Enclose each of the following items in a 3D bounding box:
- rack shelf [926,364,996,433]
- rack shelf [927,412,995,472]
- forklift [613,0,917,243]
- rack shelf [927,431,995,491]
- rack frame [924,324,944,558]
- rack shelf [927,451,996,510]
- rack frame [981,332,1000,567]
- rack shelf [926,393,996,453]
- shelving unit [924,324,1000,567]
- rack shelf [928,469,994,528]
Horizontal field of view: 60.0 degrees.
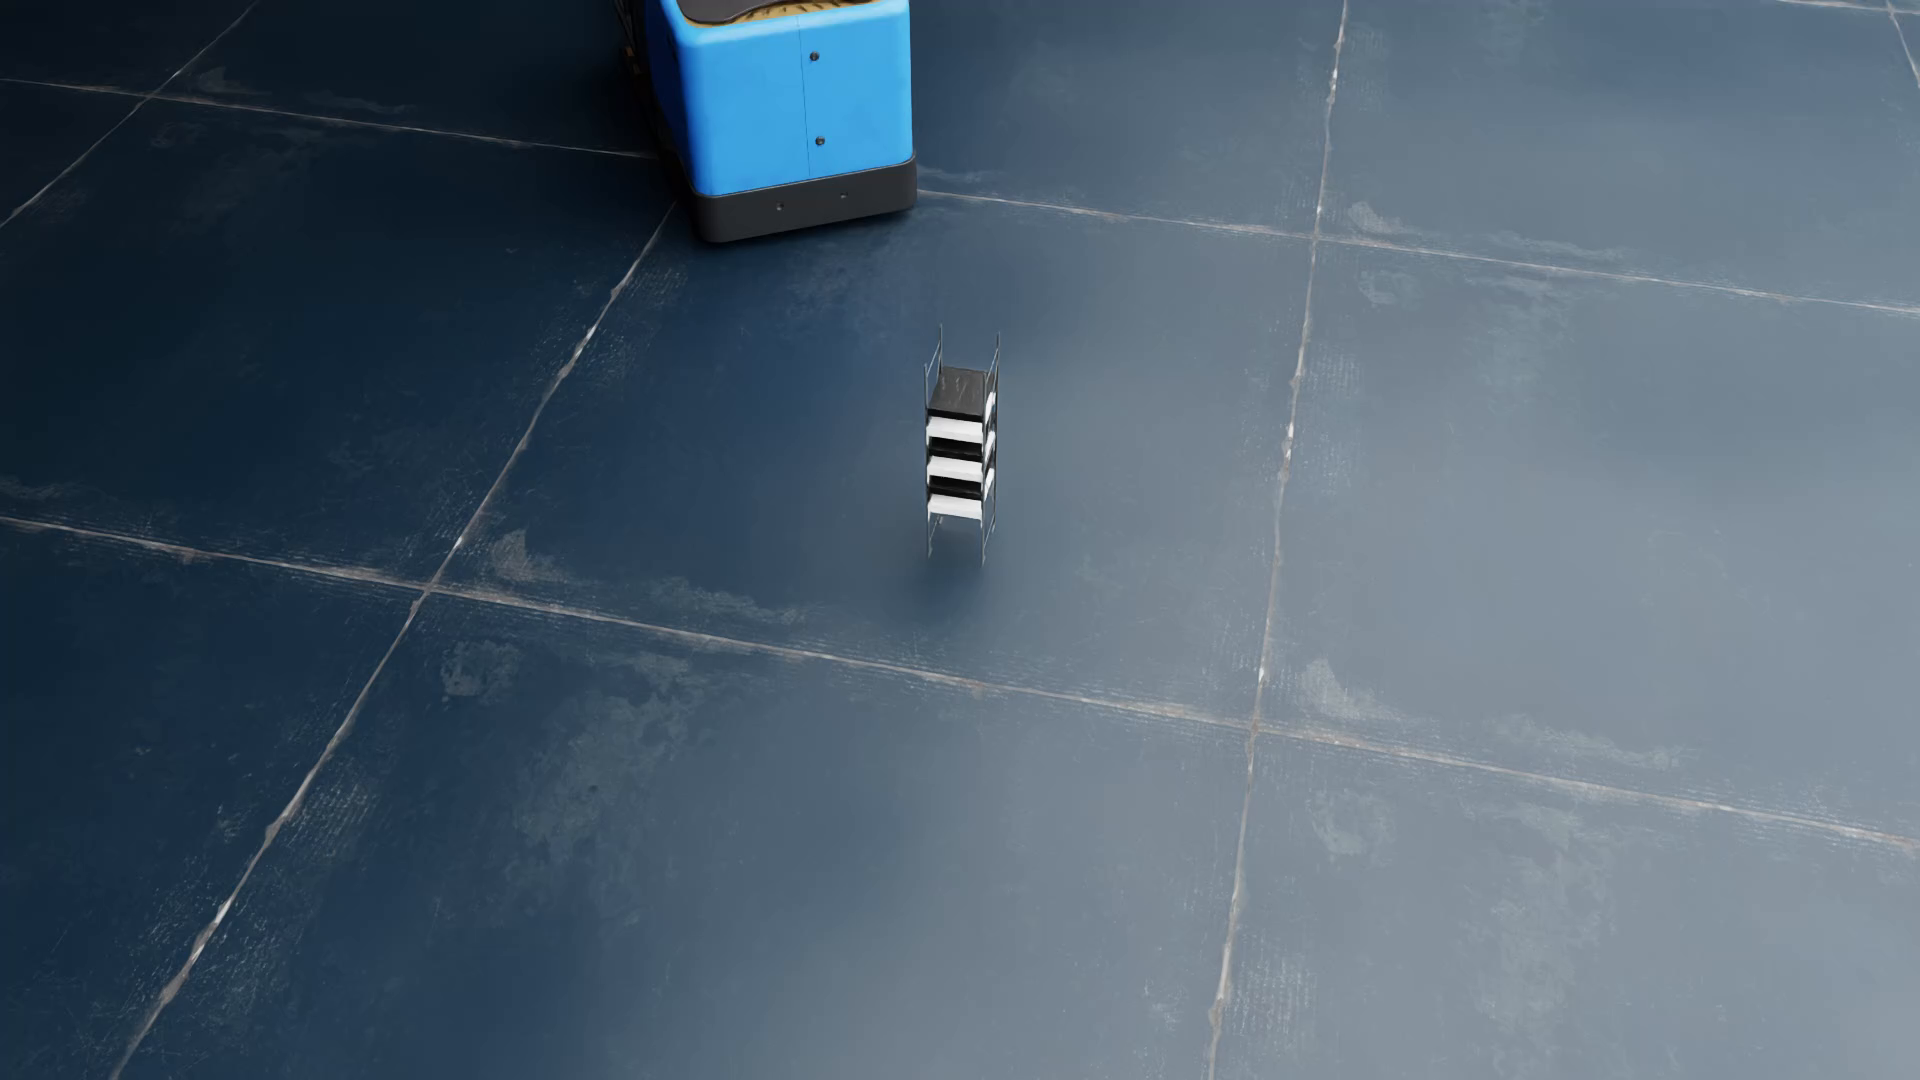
[{"bbox_3d":[0.008,-0.493,5.773,0.200,0.077,0.258,9,45,9],"label":"rack shelf"},{"bbox_3d":[0.008,-0.364,5.897,0.200,0.077,0.258,9,45,9],"label":"rack shelf"},{"bbox_3d":[-1.152,-3.444,7.714,1.130,2.935,3.031,-13,45,-13],"label":"forklift"},{"bbox_3d":[0.008,-0.299,5.960,0.200,0.077,0.258,9,45,9],"label":"rack shelf"},{"bbox_3d":[-0.091,-0.338,5.953,0.006,0.900,0.240,9,45,9],"label":"rack frame"},{"bbox_3d":[0.008,-0.234,6.022,0.200,0.077,0.258,9,45,9],"label":"rack shelf"},{"bbox_3d":[0.107,-0.308,5.921,0.006,0.900,0.240,9,45,9],"label":"rack frame"},{"bbox_3d":[0.008,-0.429,5.835,0.200,0.077,0.258,9,45,9],"label":"rack shelf"},{"bbox_3d":[0.008,-0.323,5.937,0.210,0.900,0.258,9,45,9],"label":"shelving unit"},{"bbox_3d":[0.008,-0.169,6.085,0.200,0.077,0.258,9,45,9],"label":"rack shelf"}]
